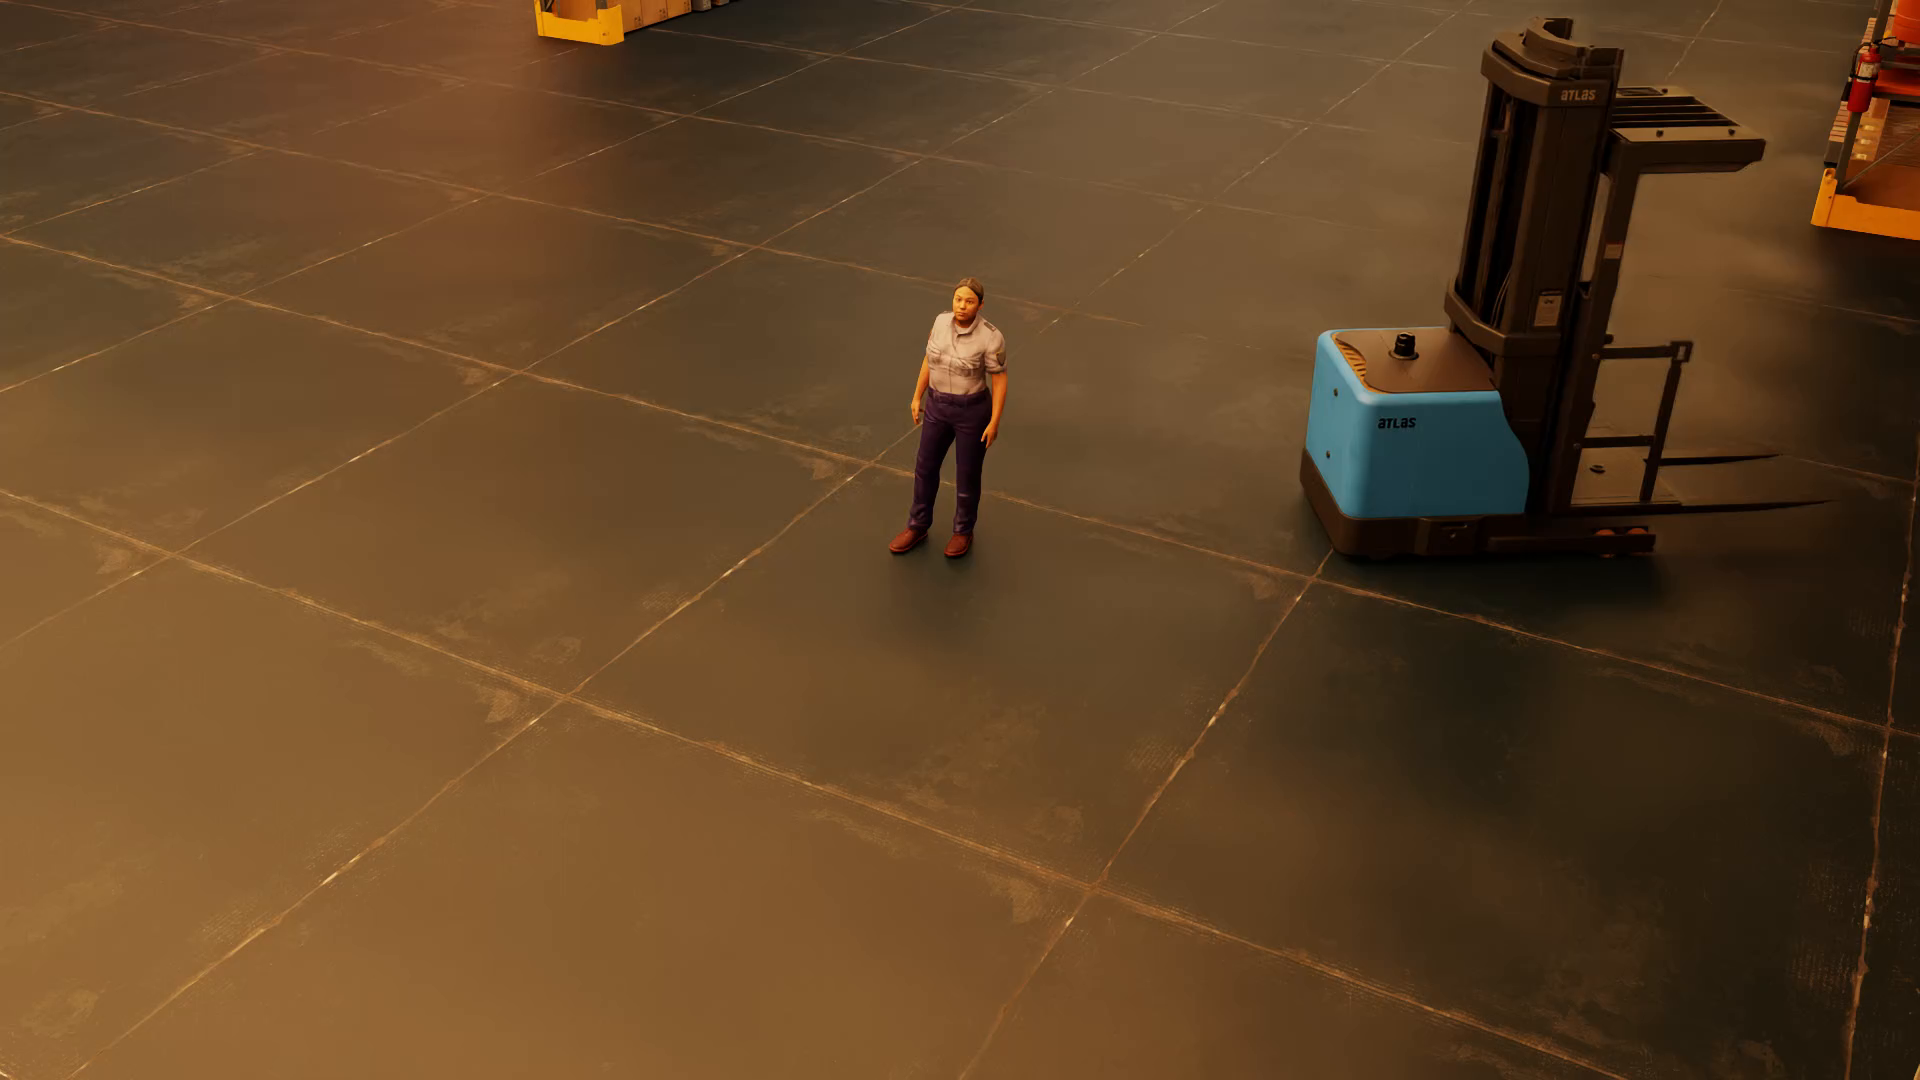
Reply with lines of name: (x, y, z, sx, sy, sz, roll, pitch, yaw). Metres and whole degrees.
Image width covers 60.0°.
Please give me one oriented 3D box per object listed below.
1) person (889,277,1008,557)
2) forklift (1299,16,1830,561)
person: (-0.064, -0.685, 9.529, 0.598, 1.651, 0.502, 15, 33, 25)
forklift: (3.688, -1.427, 9.543, 3.031, 2.935, 1.130, -2, 30, -4)
